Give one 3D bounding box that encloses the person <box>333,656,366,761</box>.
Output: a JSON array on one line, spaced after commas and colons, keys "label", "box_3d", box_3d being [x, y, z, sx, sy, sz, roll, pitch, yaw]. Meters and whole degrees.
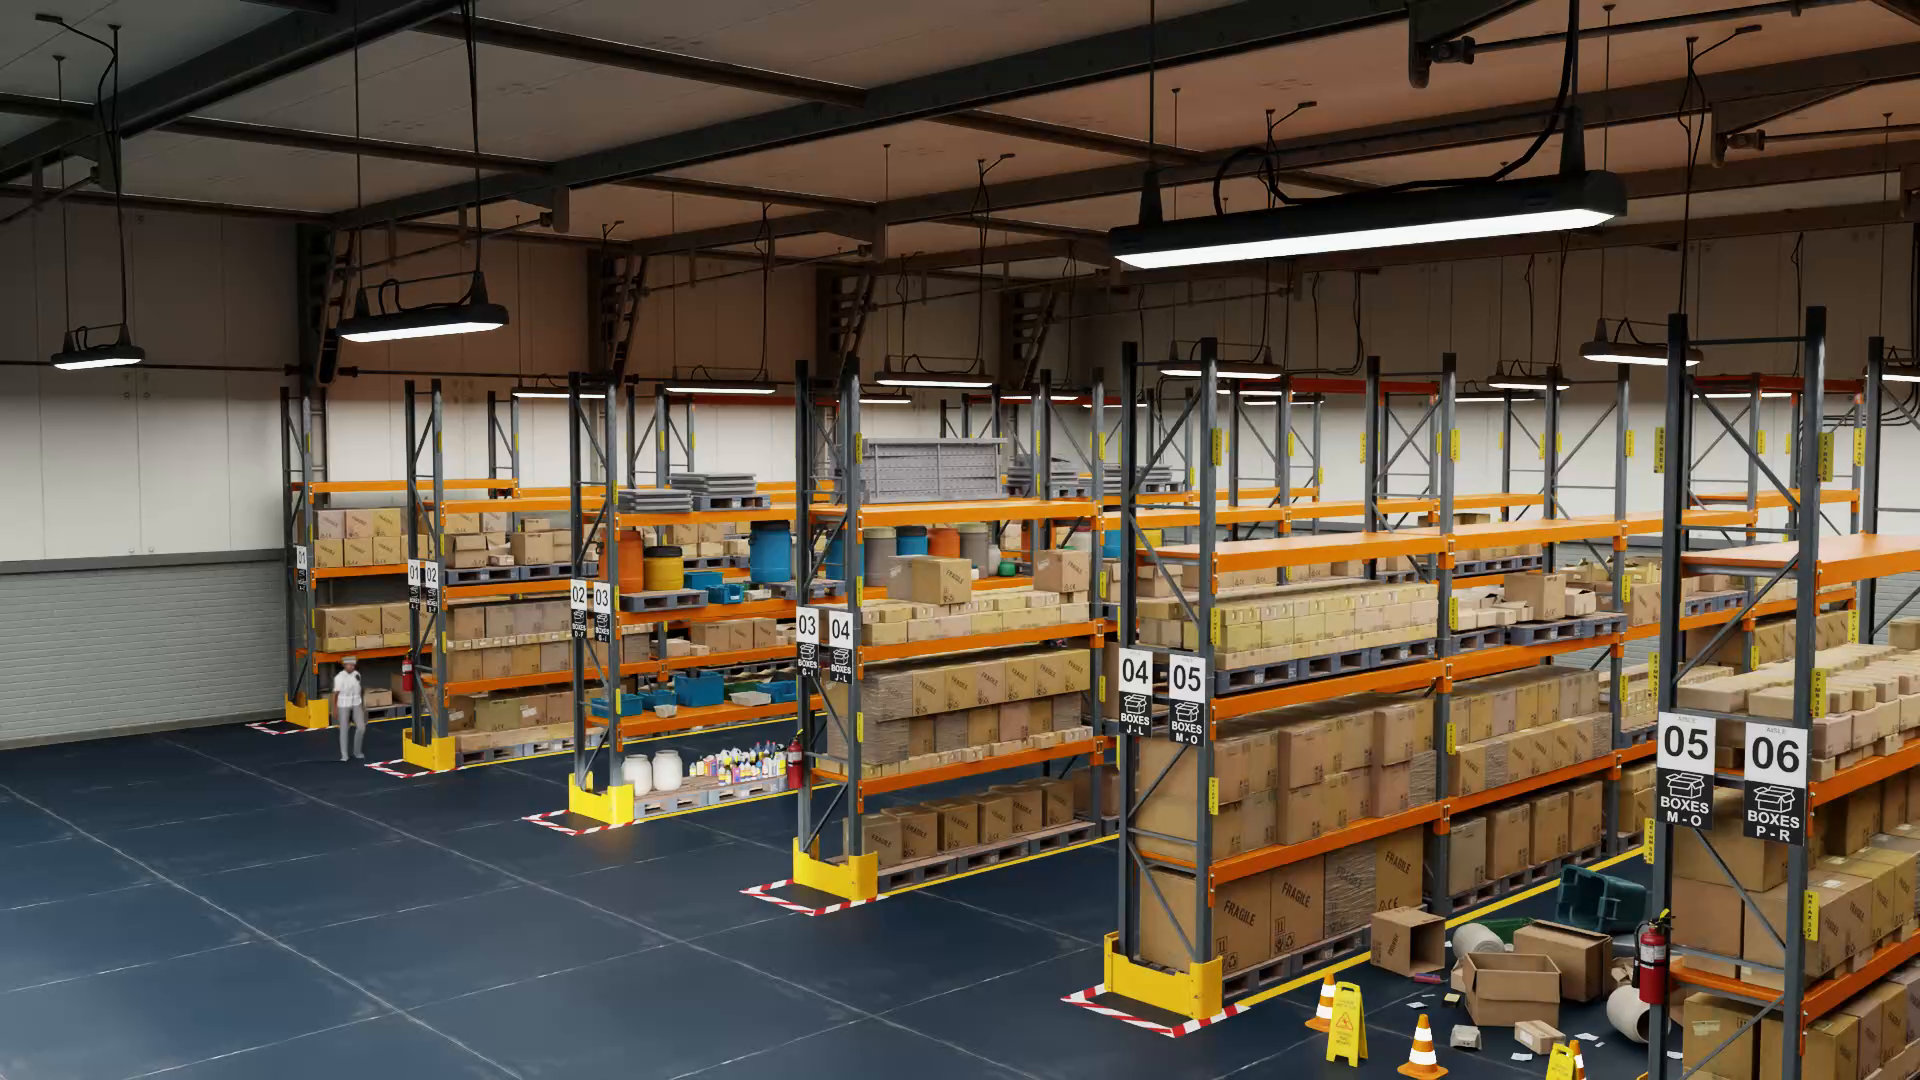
[{"label": "person", "box_3d": [-9.696, 2.688, 26.385, 0.362, 1.738, 0.540, 3, 5, 43]}]
